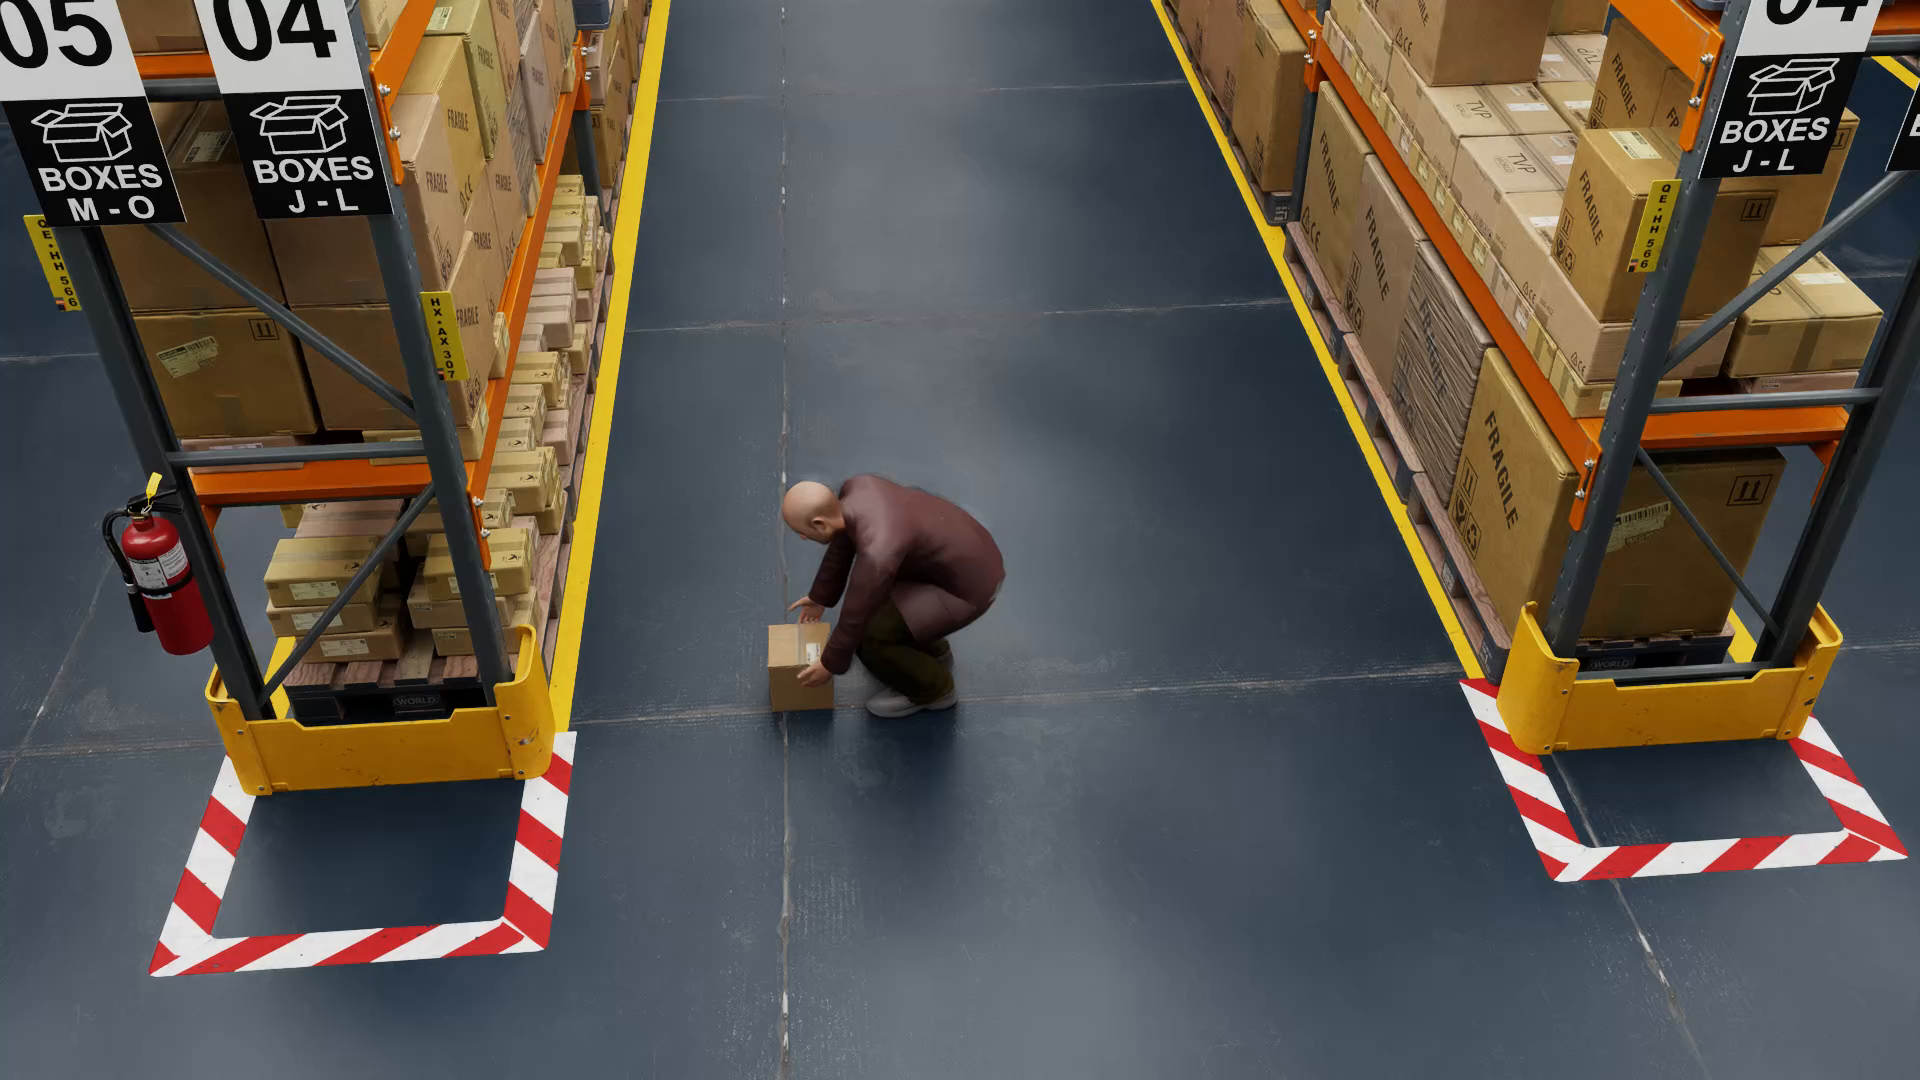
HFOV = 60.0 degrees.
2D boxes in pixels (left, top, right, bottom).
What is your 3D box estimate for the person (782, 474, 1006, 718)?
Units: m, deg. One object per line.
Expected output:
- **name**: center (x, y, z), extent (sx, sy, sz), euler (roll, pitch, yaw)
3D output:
- **person**: center (-0.252, 0.188, 6.476), extent (0.861, 1.099, 0.613), euler (-3, 39, -4)
